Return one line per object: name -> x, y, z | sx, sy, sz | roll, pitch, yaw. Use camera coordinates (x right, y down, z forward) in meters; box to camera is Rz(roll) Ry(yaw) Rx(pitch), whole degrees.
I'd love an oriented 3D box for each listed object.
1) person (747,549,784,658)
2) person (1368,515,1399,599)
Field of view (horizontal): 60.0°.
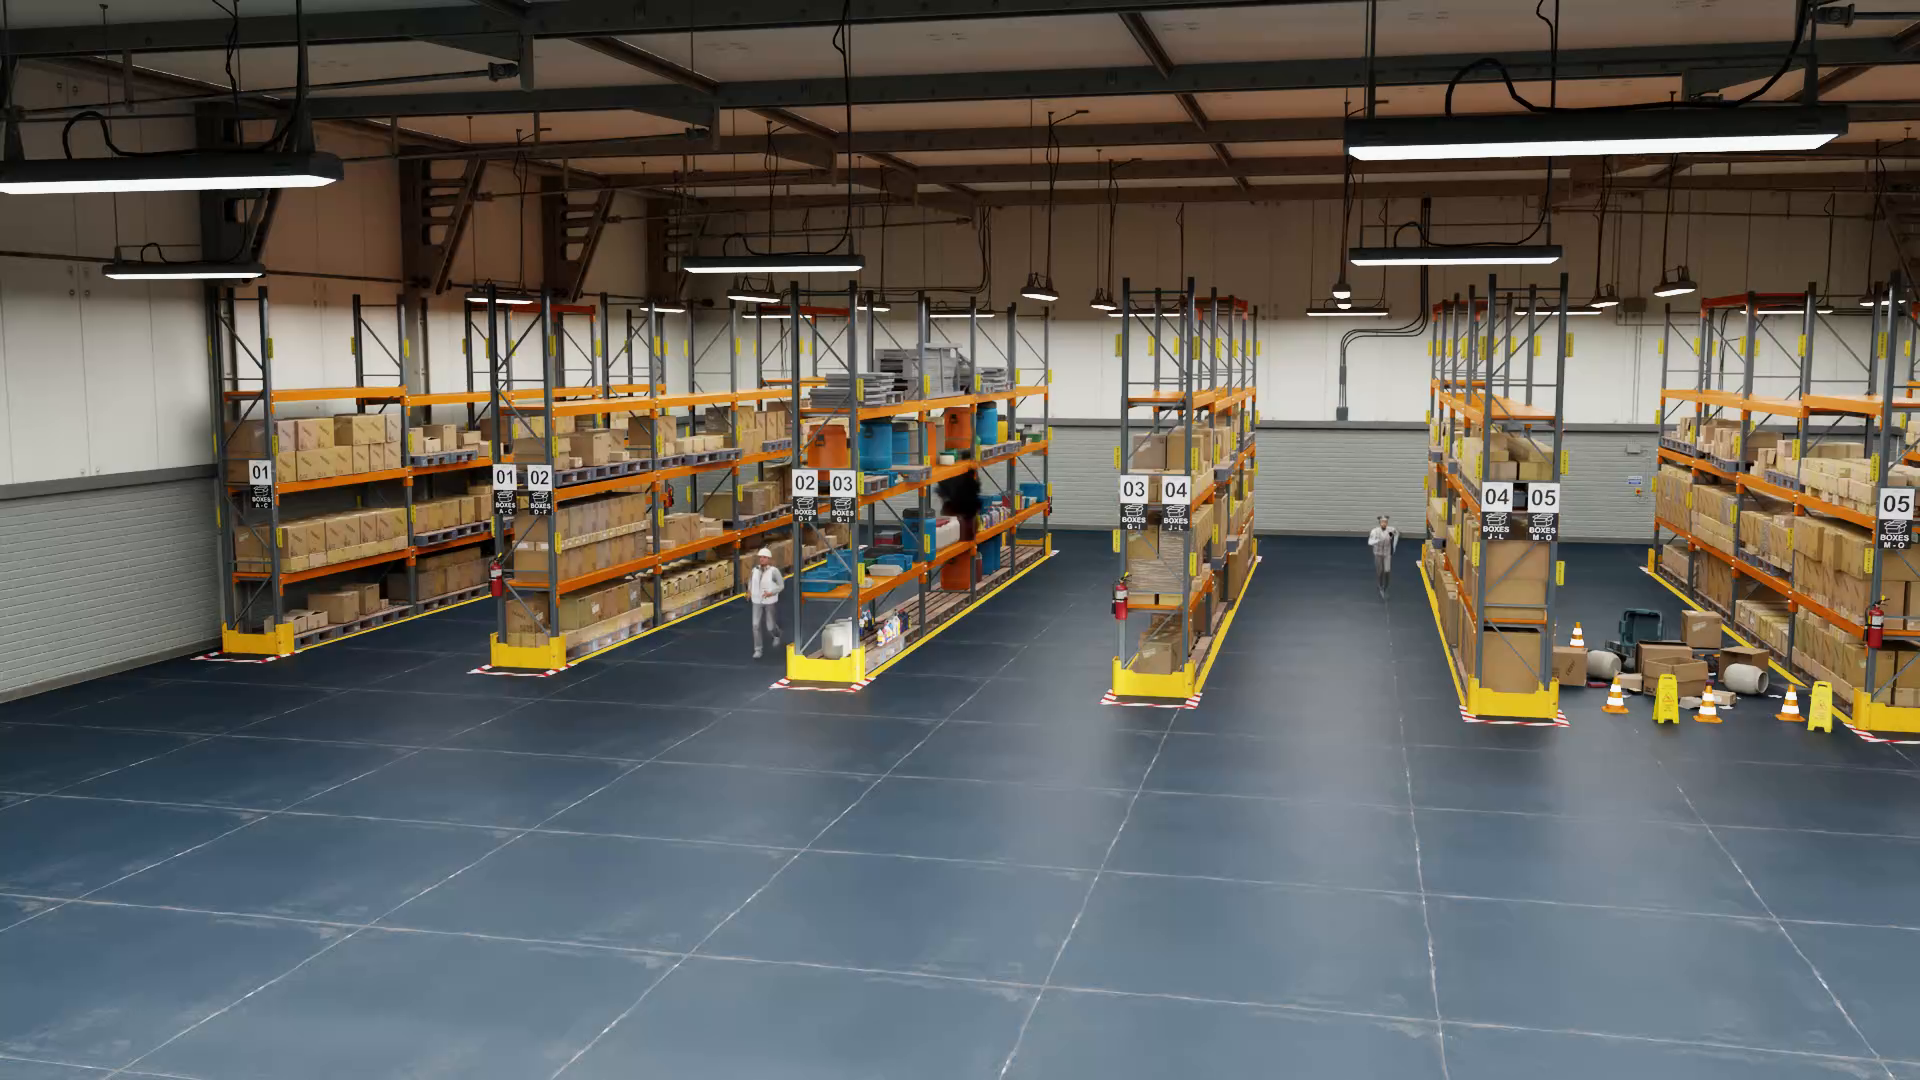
person -> -3.183, 1.007, 27.141 | 0.684, 1.750, 0.908 | 2, 7, 14
person -> 8.532, 0.333, 33.523 | 0.588, 1.721, 0.816 | 2, 7, 15
